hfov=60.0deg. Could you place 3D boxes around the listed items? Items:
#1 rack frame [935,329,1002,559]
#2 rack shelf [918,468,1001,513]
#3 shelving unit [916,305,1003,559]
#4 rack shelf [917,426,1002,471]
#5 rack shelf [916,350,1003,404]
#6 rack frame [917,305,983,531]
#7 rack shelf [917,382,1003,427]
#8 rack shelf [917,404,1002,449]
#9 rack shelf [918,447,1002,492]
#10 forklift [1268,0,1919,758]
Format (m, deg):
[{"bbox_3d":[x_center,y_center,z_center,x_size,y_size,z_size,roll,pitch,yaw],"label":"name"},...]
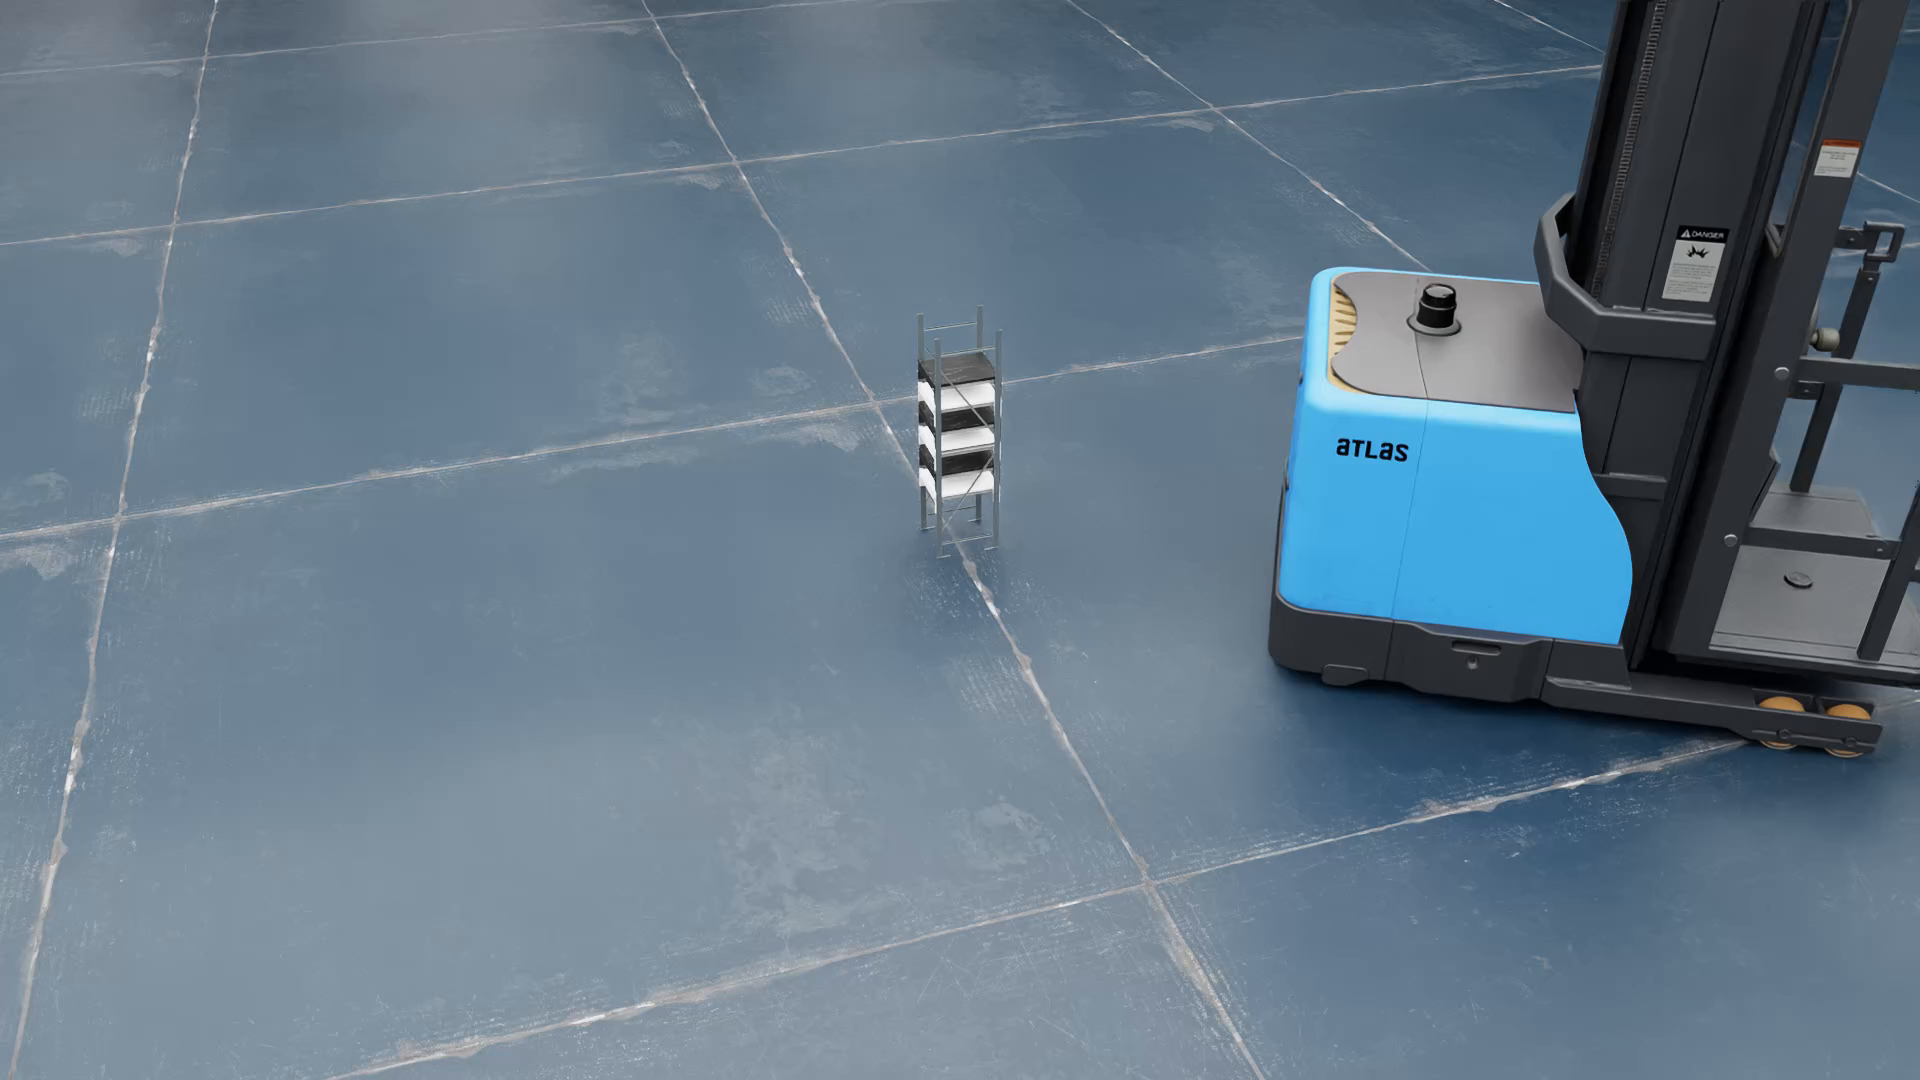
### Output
[{"bbox_3d":[0.029,-0.326,5.928,0.240,0.900,0.006,-10,35,-15],"label":"rack frame"},{"bbox_3d":[-0.002,-0.202,6.126,0.258,0.077,0.200,-10,35,-15],"label":"rack shelf"},{"bbox_3d":[-0.002,-0.380,6.008,0.258,0.900,0.210,-10,35,-15],"label":"shelving unit"},{"bbox_3d":[-0.002,-0.352,6.027,0.258,0.077,0.200,-10,35,-15],"label":"rack shelf"},{"bbox_3d":[-0.002,-0.577,5.878,0.258,0.077,0.200,-10,35,-15],"label":"rack shelf"},{"bbox_3d":[-0.033,-0.433,6.089,0.240,0.900,0.006,-10,35,-15],"label":"rack frame"},{"bbox_3d":[-0.002,-0.502,5.928,0.258,0.077,0.200,-10,35,-15],"label":"rack shelf"},{"bbox_3d":[-0.002,-0.427,5.977,0.258,0.077,0.200,-10,35,-15],"label":"rack shelf"},{"bbox_3d":[-0.002,-0.277,6.076,0.258,0.077,0.200,-10,35,-15],"label":"rack shelf"},{"bbox_3d":[2.599,-0.861,4.895,3.031,2.935,1.130,6,34,10],"label":"forklift"}]
